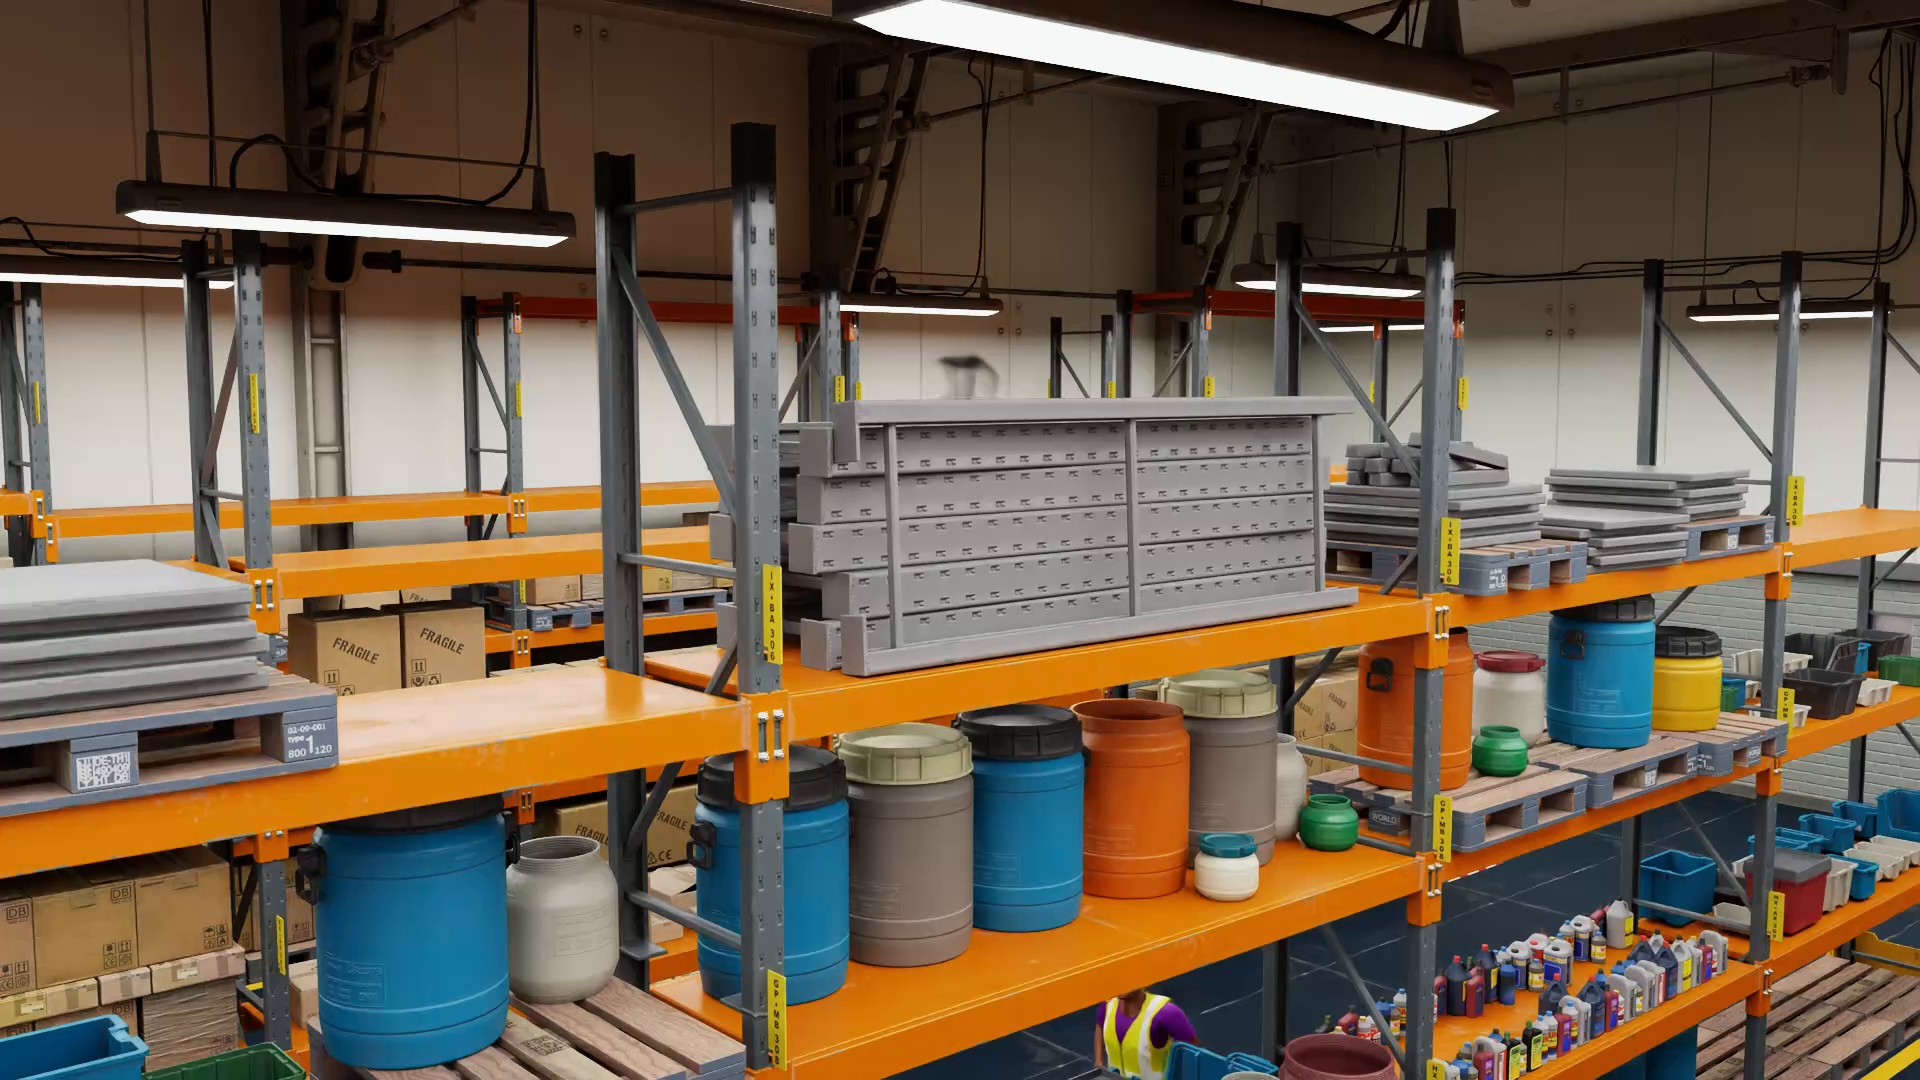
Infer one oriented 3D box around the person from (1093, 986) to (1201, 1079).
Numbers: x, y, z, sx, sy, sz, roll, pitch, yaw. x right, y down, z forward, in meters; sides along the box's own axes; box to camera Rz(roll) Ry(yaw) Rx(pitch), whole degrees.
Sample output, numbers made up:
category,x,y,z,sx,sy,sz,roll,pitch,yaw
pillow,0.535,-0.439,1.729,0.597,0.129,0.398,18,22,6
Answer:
category,x,y,z,sx,sy,sz,roll,pitch,yaw
person,1.105,3.352,10.172,0.727,1.746,0.871,5,8,44
